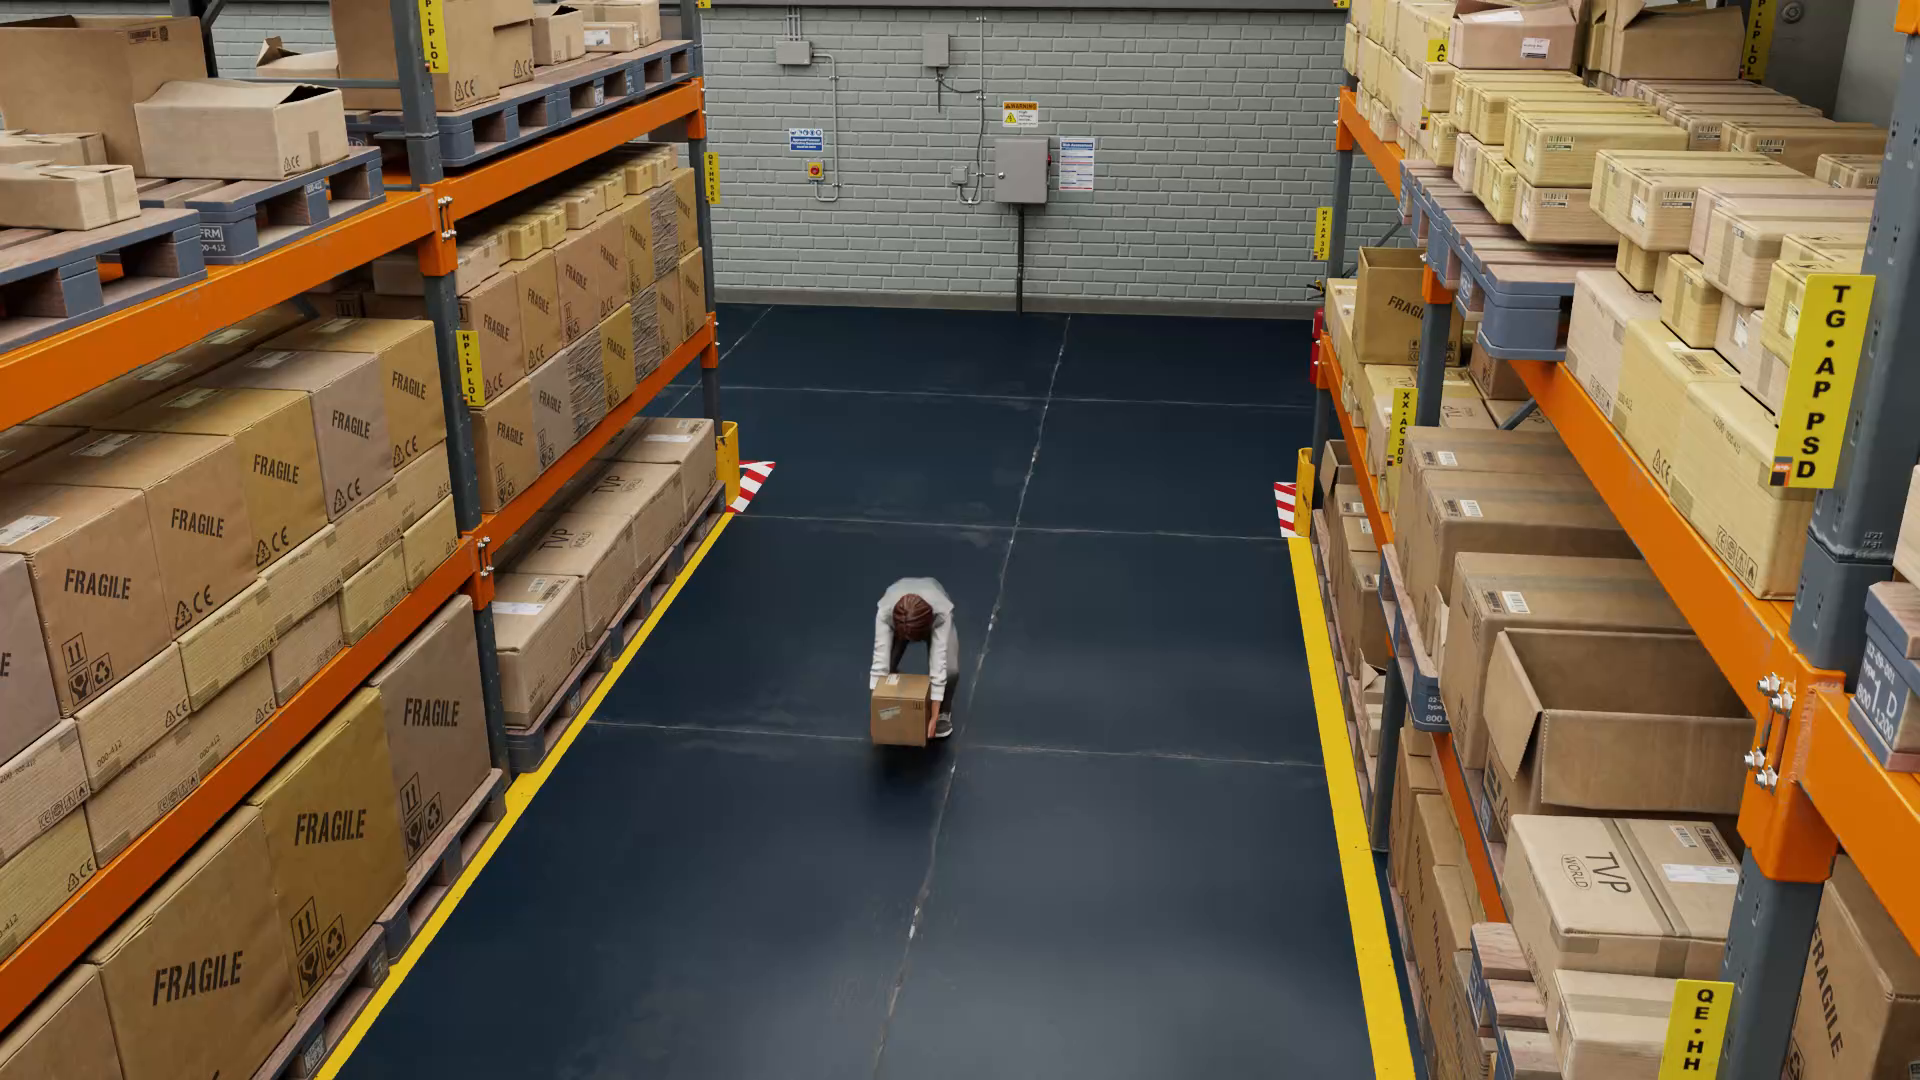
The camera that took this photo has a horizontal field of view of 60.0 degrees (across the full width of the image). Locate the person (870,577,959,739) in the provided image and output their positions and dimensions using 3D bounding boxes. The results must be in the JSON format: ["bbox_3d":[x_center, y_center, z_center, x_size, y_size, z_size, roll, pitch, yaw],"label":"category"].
[{"bbox_3d":[-0.214,0.589,8.114,0.427,0.859,0.838,2,22,5],"label":"person"}]
